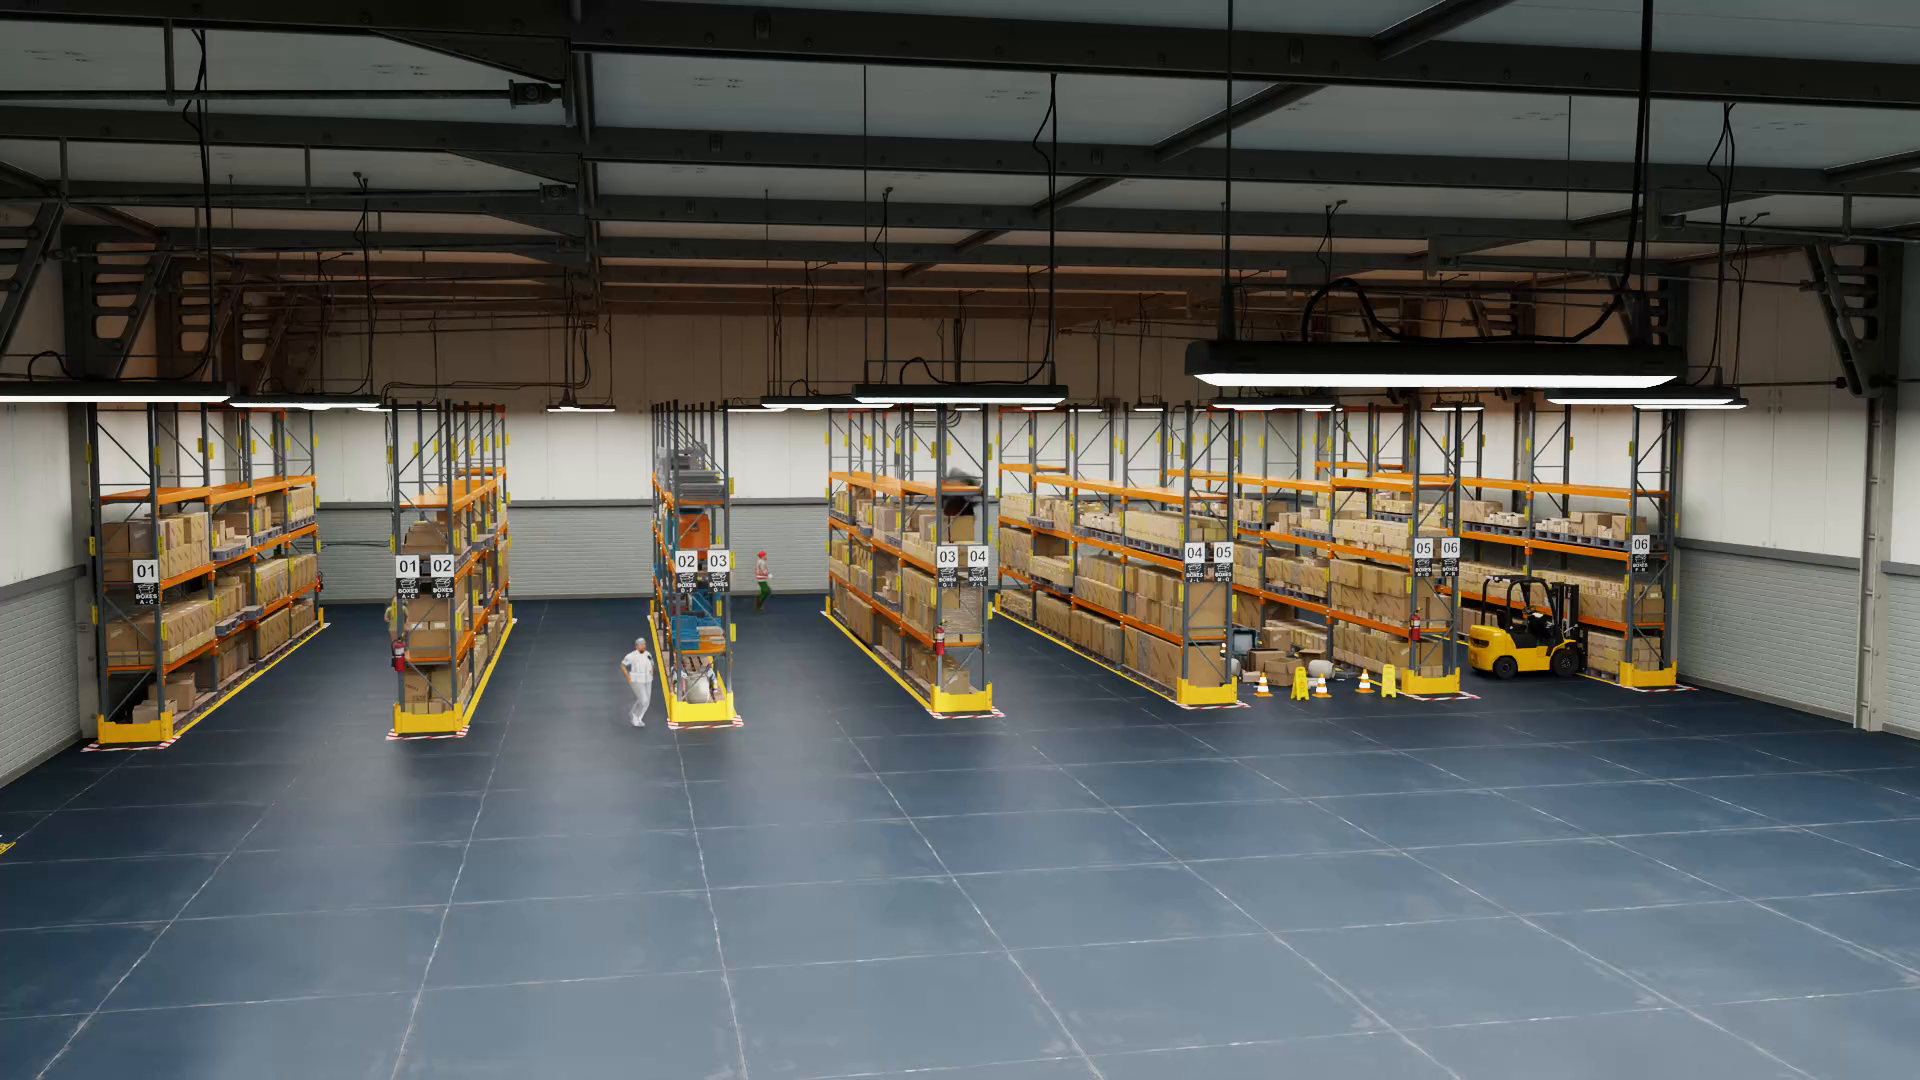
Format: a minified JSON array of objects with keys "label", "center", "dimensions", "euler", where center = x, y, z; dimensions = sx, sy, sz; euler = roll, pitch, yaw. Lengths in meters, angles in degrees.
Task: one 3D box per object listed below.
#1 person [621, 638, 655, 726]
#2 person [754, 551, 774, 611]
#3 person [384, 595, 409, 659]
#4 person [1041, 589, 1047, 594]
[{"label":"person","center":[-5.819,2.607,30.412],"dimensions":[0.604,1.630,0.585],"euler":[4,6,44]},{"label":"person","center":[-5.728,1.189,48.526],"dimensions":[0.574,1.745,0.653],"euler":[-1,4,-15]},{"label":"person","center":[-12.751,2.052,37.703],"dimensions":[0.568,1.628,0.543],"euler":[-2,5,-20]},{"label":"person","center":[2.722,1.065,50.342],"dimensions":[0.917,1.741,0.678],"euler":[-1,4,-9]}]
